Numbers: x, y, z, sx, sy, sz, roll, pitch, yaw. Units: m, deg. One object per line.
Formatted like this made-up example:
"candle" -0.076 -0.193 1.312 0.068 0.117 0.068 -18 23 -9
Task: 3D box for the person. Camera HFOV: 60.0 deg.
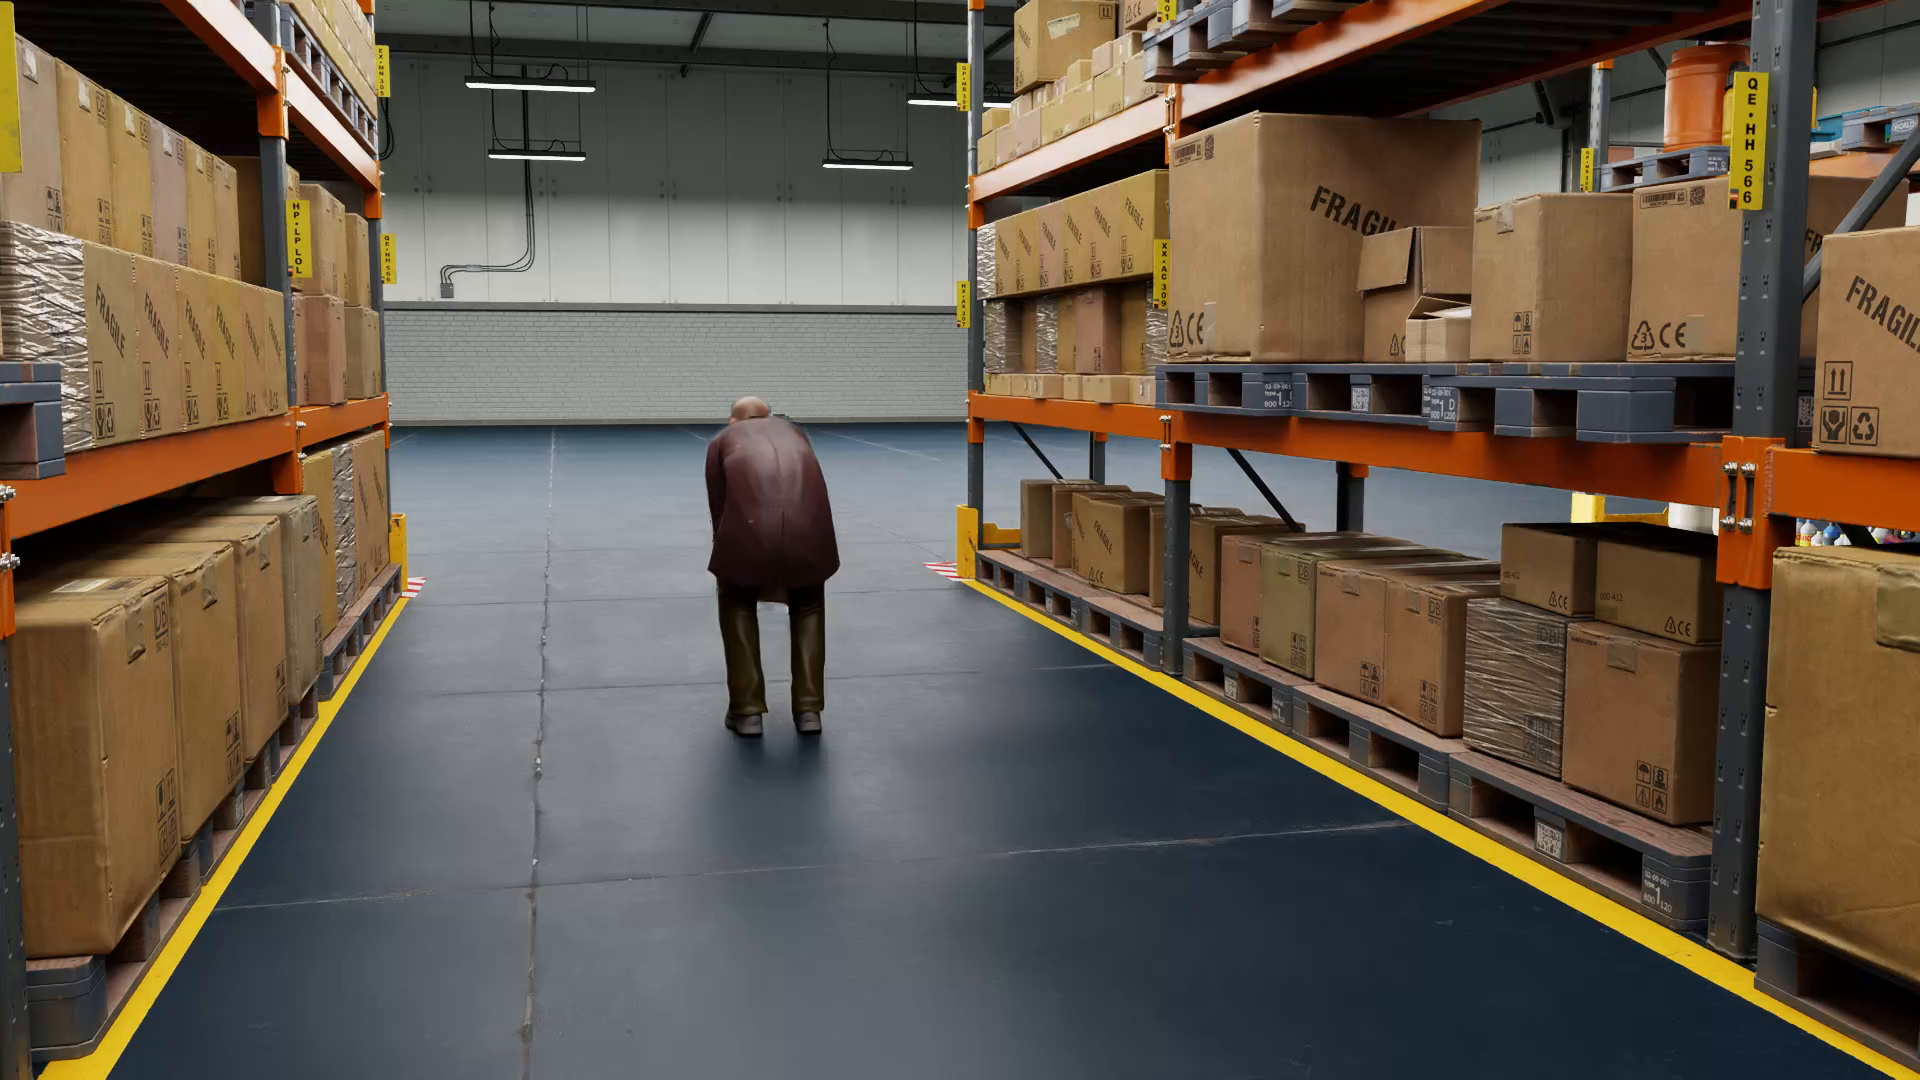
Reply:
"person" -0.820 0.096 7.067 0.554 1.344 0.891 -2 6 -15
